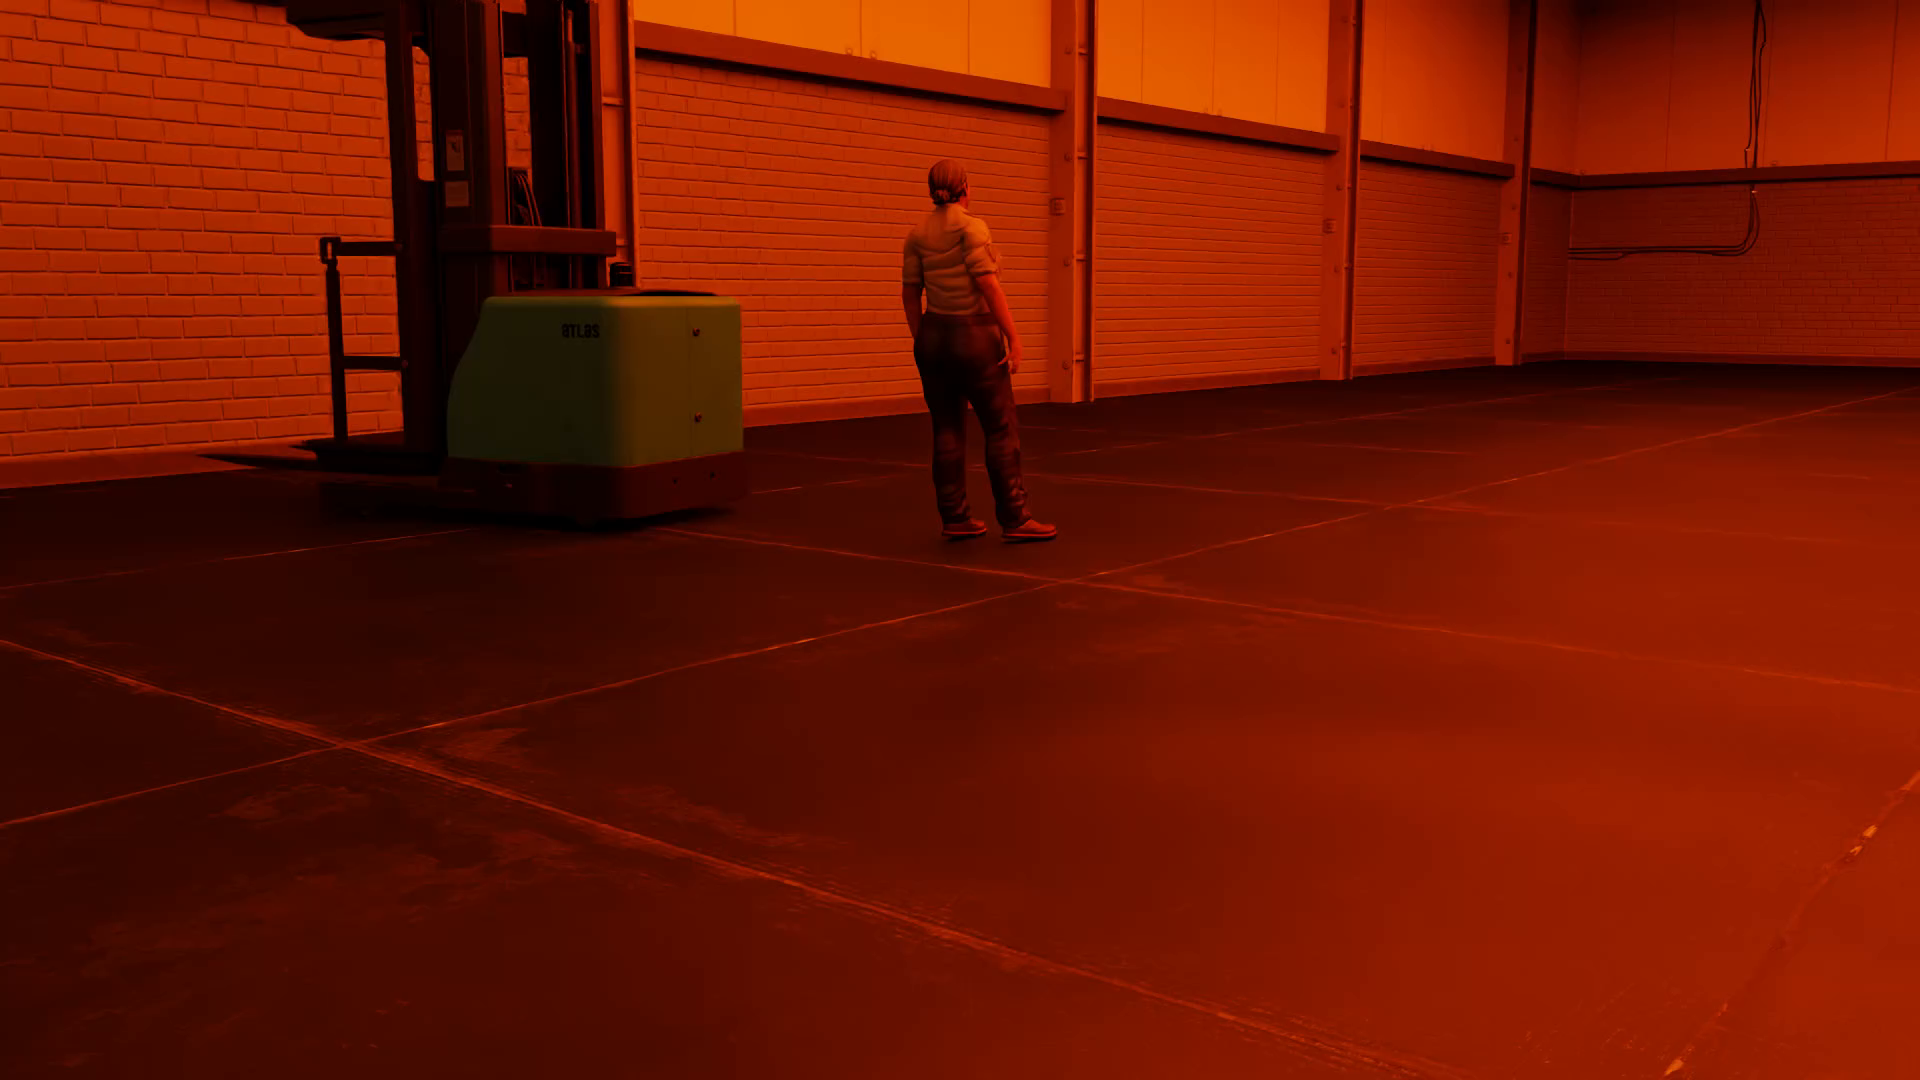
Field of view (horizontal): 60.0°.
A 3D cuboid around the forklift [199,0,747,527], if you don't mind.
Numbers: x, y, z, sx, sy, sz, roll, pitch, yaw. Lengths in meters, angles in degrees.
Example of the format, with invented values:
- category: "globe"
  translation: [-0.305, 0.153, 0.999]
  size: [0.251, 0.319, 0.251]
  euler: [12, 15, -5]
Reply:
- category: "forklift"
  translation: [-2.625, -1.634, 8.450]
  size: [3.031, 2.935, 1.130]
  euler: [4, 9, 27]

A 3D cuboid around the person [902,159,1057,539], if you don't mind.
- category: "person"
  translation: [0.074, -0.830, 7.340]
  size: [0.598, 1.651, 0.502]
  euler: [7, 11, 38]
